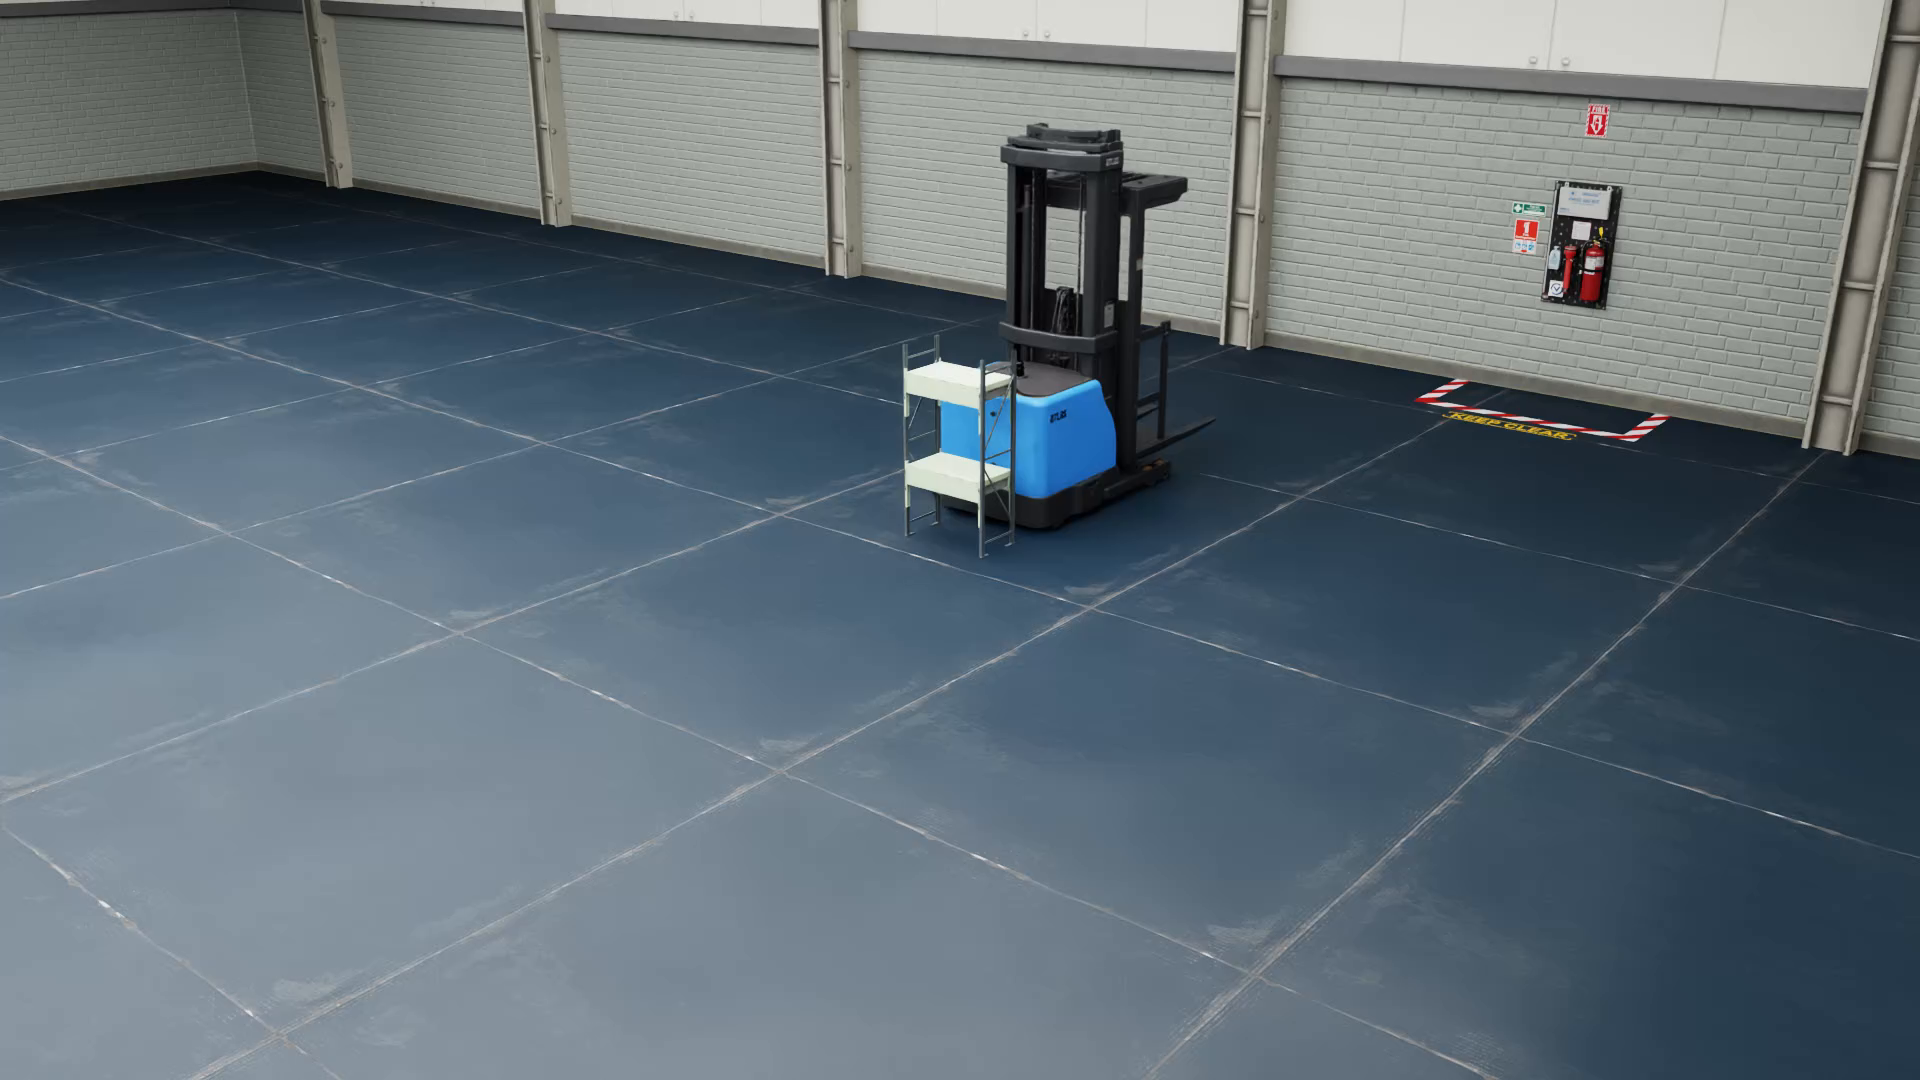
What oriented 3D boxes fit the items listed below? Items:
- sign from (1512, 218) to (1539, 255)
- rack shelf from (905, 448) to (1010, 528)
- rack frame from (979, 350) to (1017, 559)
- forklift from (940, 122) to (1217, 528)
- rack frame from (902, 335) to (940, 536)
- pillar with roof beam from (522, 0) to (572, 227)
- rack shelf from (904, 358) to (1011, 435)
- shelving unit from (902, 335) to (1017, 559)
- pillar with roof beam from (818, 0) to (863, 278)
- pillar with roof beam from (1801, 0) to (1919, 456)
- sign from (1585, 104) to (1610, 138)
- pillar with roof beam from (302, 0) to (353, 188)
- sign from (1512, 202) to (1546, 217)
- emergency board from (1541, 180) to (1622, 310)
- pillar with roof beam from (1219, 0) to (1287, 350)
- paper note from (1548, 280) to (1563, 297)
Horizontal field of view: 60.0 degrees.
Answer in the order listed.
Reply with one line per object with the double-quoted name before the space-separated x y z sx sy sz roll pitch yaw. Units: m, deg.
"sign" 5.516 -2.959 16.214 0.234 0.329 0.001 16 26 36
"rack shelf" -0.005 -0.398 12.523 0.720 0.370 0.431 16 26 36
"rack frame" 0.278 -0.622 12.191 0.023 1.500 0.400 16 26 36
"forklift" 1.124 -1.914 13.591 1.130 2.935 3.031 15 25 35
"rack frame" -0.289 -0.785 12.624 0.023 1.500 0.400 16 26 36
"pillar with roof beam" -8.898 -7.875 20.798 0.400 9.000 9.100 16 26 36
"rack shelf" -0.005 -1.068 12.270 0.720 0.370 0.431 16 26 36
"shelving unit" -0.005 -0.703 12.407 0.755 1.500 0.431 16 26 36
"pillar with roof beam" -4.249 -6.537 17.249 0.400 9.000 9.100 16 26 36
"pillar with roof beam" 5.047 -3.859 10.149 0.400 9.000 9.100 16 26 36
"sign" 5.936 -3.905 15.486 0.199 0.298 0.001 16 26 36
"pillar with roof beam" -13.546 -9.214 24.348 0.400 9.000 9.100 16 26 36
"sign" 5.514 -3.204 16.111 0.331 0.109 0.001 16 26 36
"emergency board" 5.879 -2.791 15.818 0.643 1.169 0.194 16 26 36
"pillar with roof beam" 0.399 -5.198 13.699 0.400 9.000 9.100 16 26 36
"paper note" 5.785 -2.437 16.128 0.142 0.148 0.016 16 26 36
